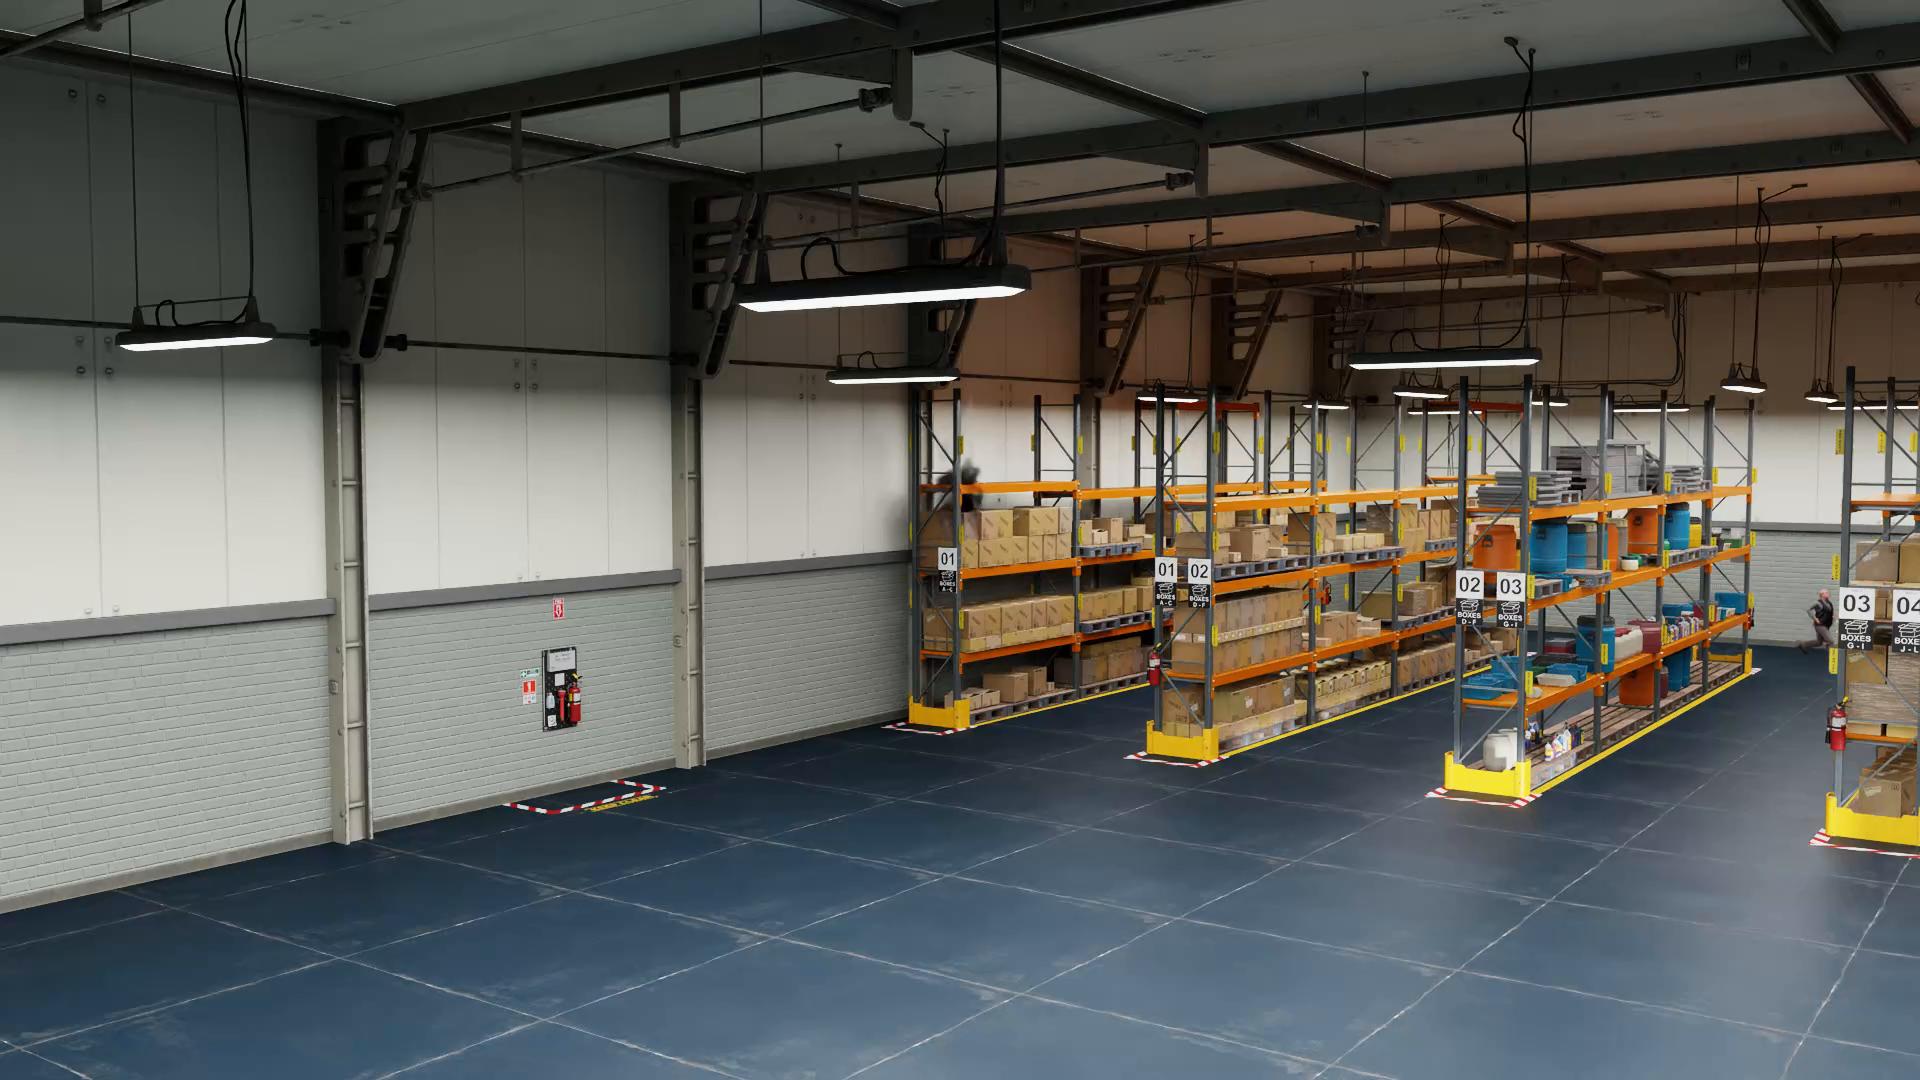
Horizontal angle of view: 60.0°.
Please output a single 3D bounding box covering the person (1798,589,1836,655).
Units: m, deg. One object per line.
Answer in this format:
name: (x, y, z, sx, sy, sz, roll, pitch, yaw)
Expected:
person: (19.743, 1.987, 38.092, 0.627, 1.727, 1.126, -2, 4, -37)
